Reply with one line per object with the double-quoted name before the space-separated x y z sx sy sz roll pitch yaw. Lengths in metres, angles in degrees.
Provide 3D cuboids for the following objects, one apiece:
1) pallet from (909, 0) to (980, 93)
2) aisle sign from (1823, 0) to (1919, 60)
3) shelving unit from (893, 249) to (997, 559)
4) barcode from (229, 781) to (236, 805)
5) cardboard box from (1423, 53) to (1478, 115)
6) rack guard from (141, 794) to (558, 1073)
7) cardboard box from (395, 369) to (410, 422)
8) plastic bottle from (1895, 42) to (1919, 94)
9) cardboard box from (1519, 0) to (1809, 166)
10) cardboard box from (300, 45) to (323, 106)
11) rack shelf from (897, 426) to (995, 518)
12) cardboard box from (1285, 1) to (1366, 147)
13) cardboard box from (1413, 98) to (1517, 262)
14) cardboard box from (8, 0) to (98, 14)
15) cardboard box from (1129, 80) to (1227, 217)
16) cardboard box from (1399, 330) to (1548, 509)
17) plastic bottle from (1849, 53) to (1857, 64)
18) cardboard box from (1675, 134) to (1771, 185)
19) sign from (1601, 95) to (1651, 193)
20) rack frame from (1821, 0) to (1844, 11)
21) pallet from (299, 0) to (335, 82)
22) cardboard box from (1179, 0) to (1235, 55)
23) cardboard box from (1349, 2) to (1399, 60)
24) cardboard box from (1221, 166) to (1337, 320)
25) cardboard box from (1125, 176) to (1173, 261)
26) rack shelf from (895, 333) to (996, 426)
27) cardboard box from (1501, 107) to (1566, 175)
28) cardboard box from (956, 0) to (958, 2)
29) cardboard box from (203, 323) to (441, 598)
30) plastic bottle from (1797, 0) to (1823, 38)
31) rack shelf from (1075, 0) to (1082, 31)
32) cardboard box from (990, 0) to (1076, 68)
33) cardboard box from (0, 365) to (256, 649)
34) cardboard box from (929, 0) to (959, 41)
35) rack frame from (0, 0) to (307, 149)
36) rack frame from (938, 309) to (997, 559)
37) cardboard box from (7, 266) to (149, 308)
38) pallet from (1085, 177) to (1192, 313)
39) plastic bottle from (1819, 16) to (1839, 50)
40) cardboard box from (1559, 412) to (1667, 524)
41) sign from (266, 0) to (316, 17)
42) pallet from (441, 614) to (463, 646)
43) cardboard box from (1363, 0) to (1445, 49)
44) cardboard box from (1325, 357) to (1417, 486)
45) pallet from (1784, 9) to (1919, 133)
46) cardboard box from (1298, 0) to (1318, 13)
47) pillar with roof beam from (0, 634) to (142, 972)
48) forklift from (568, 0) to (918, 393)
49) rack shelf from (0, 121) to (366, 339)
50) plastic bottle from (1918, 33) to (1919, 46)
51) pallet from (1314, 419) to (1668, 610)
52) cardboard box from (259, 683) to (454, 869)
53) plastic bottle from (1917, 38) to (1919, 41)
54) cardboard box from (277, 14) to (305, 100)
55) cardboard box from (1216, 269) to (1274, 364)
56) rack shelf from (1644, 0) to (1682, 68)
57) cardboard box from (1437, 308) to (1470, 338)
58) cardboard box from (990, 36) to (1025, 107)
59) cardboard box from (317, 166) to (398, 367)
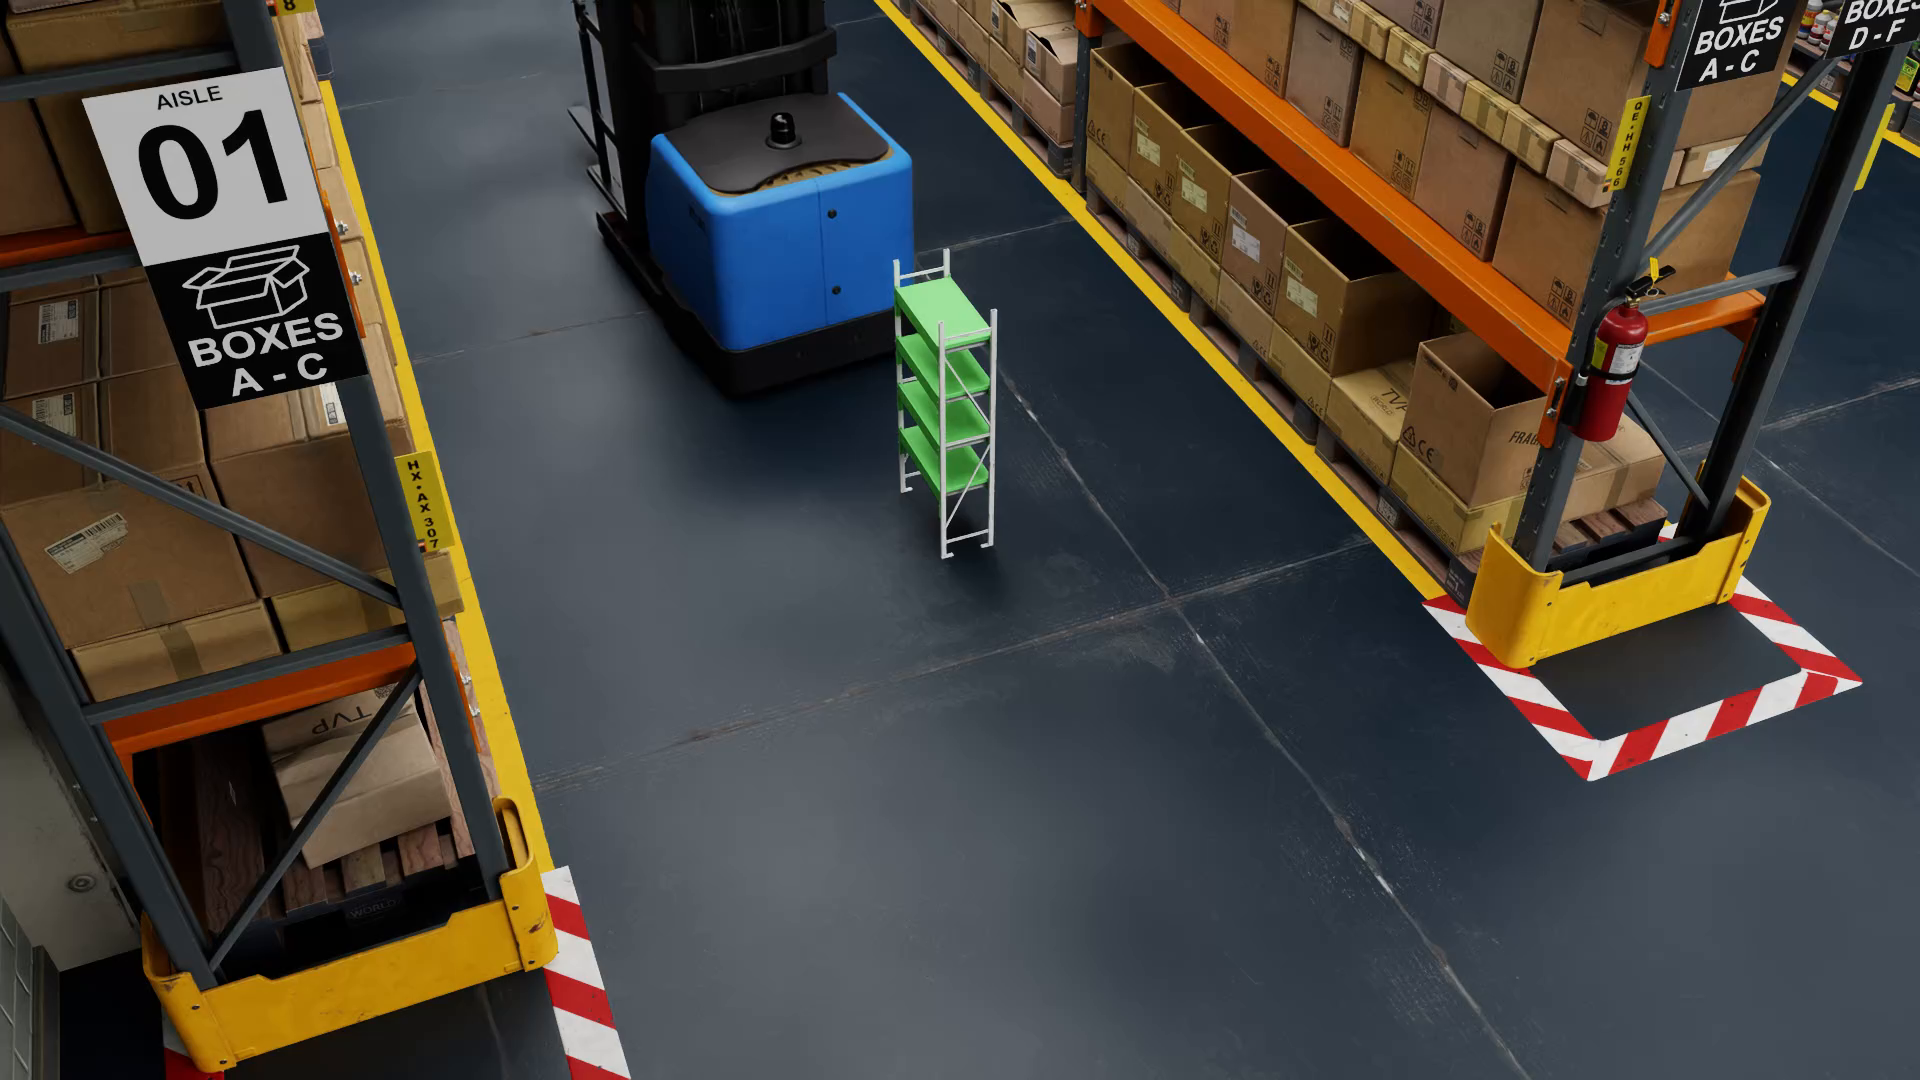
"pallet" 0.338 -3.395 11.036 1.003 0.211 1.213 -15 43 -17
"aisle sign" 2.965 -1.895 5.159 0.394 0.787 0.004 -15 43 -17
"shelving unit" -0.063 -0.555 6.975 0.258 1.200 0.503 -15 43 -17
"barcode" -2.476 0.864 5.662 0.001 0.075 0.075 -15 43 -17
"cardboard box" 2.041 -1.802 6.471 0.380 0.149 0.250 -15 43 -16
"rack guard" -1.947 1.267 5.393 1.175 0.500 0.348 -15 43 -17
"cardboard box" -2.213 -0.576 5.719 0.500 0.250 0.500 -16 43 -18
"plastic bottle" 5.727 -2.839 9.997 0.061 0.283 0.133 -13 42 -15
"cardboard box" 2.470 -1.719 5.876 0.700 0.500 0.500 -15 43 -17
"cardboard box" -2.603 -1.466 6.179 0.500 0.500 0.500 -16 43 -18
"rack shelf" -0.063 -0.324 7.173 0.258 0.148 0.480 -15 43 -17
"cardboard box" 1.895 -2.127 7.346 0.700 0.500 0.500 -14 43 -16
"cardboard box" 2.285 -1.510 6.629 0.700 0.500 0.500 -14 43 -16
"cardboard box" -1.842 -1.489 3.522 0.500 0.500 0.500 -18 44 -20
"cardboard box" 1.213 -2.026 8.518 0.500 0.500 0.500 -15 43 -17
"cardboard box" 2.177 -0.522 6.769 0.500 0.500 0.500 -15 43 -17
"plastic bottle" 5.630 -3.088 10.235 0.144 0.351 0.185 -14 43 -16
"cardboard box" 2.706 -1.447 6.057 0.380 0.149 0.250 -15 43 -17
"sign" 2.150 -1.274 5.362 0.100 0.325 0.005 -15 43 -17
"rack frame" 5.704 -4.516 10.201 1.000 3.000 0.127 -15 43 -17
"pallet" -3.607 -2.468 7.967 1.003 0.211 1.213 -15 43 -17
"cardboard box" 1.510 -2.738 8.057 0.700 0.500 0.500 -16 43 -17
"cardboard box" 1.838 -2.119 6.839 0.380 0.149 0.250 -14 43 -16
"cardboard box" 1.591 -1.423 7.815 0.500 0.500 0.500 -15 43 -17
"cardboard box" 1.210 -1.741 8.761 0.500 0.250 0.500 -15 43 -17
"rack shelf" -0.063 -0.688 6.860 0.258 0.148 0.480 -15 43 -17
"cardboard box" 2.233 -1.496 6.115 0.380 0.149 0.250 -14 43 -16
"cardboard box" 0.124 -3.701 10.609 0.500 0.311 0.500 -16 43 -17
"cardboard box" -1.823 -0.232 4.744 0.500 0.500 0.500 -15 43 -17
"plastic bottle" 5.421 -3.347 10.596 0.097 0.271 0.097 0 41 0
"rack shelf" 0.361 -4.214 10.402 1.077 0.370 4.000 -15 43 -17
"cardboard box" 0.502 -3.096 9.906 0.500 0.311 0.500 -14 43 -16
"cardboard box" -2.295 -0.100 4.591 0.500 0.500 0.500 -16 43 -17
"cardboard box" 0.118 -3.496 10.802 0.500 0.250 0.500 -14 43 -16
"rack frame" -1.918 -1.909 2.568 1.000 3.000 0.127 -15 43 -17
"rack frame" 0.030 -0.408 6.804 0.240 1.200 0.015 -15 43 -17
"cardboard box" -2.680 -0.717 5.307 0.500 0.500 0.500 -16 43 -18
"pallet" 1.392 -1.735 9.106 1.003 0.211 1.213 -15 43 -17
"plastic bottle" 5.499 -3.198 10.477 0.097 0.201 0.097 0 41 0
"cardboard box" 2.657 -0.368 7.164 0.500 0.250 0.500 -15 43 -17
"sign" -1.417 -1.239 3.419 0.100 0.325 0.005 -15 43 -17
"pallet" -2.689 0.145 6.919 1.003 0.211 1.213 -15 43 -17
"cardboard box" 2.070 -2.338 6.596 0.700 0.500 0.500 -15 43 -17
"cardboard box" 1.976 -0.537 7.360 0.500 0.250 0.500 -15 43 -17
"pallet" 5.923 -3.043 10.627 1.003 0.211 1.213 -15 43 -17
"cardboard box" 1.646 -2.424 7.194 0.380 0.149 0.250 -15 43 -17
"pillar with roof beam" 0.992 -3.189 4.057 9.100 9.000 0.400 -15 43 -17
"forklift" -1.338 -2.765 8.218 1.130 2.935 3.031 -19 44 -21
"rack shelf" -2.684 -1.704 5.182 1.077 0.370 4.000 -15 43 -17
"plastic bottle" 6.084 -3.326 10.511 0.144 0.351 0.185 -15 43 -17
"pallet" 2.326 -0.266 7.397 1.003 0.211 1.213 -15 43 -17
"cardboard box" -2.100 0.779 5.768 0.500 0.311 0.500 -20 45 -22
"plastic bottle" 5.797 -3.001 10.194 0.097 0.271 0.097 0 41 0
"cardboard box" -1.988 -1.414 4.201 0.500 0.500 0.500 -12 42 -14
"cardboard box" 1.594 -1.139 8.061 0.500 0.250 0.500 -15 43 -17
"rack shelf" 1.892 -2.942 6.622 1.077 0.370 4.000 -15 43 -17
"cardboard box" 2.464 -0.953 7.269 0.500 0.500 0.500 -15 43 -17
"cardboard box" 0.508 -2.881 10.087 0.500 0.250 0.500 -16 43 -18
"cardboard box" -2.195 -0.845 5.457 0.500 0.500 0.500 -16 43 -18
